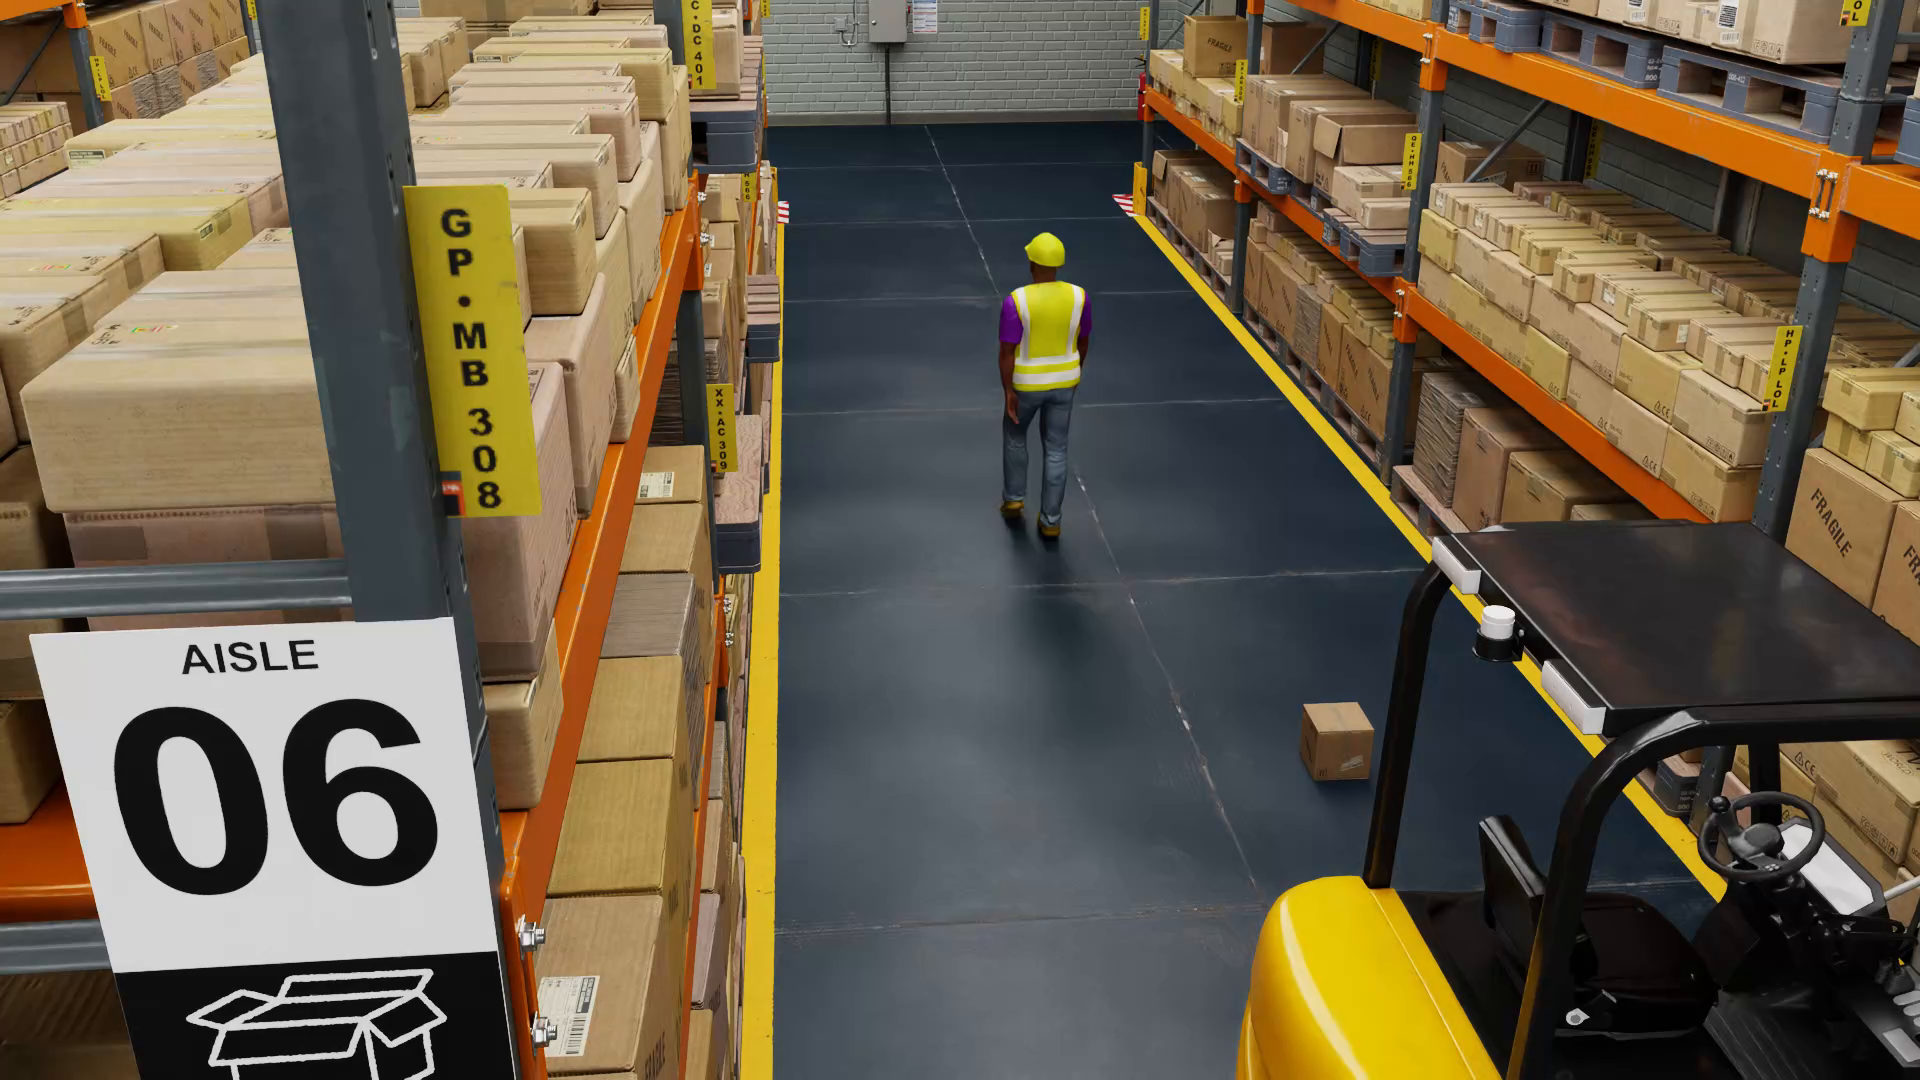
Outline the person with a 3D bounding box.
[{"bbox_3d":[0.471,-0.890,9.664,0.563,1.833,0.653,-4,24,-8],"label":"person"}]
